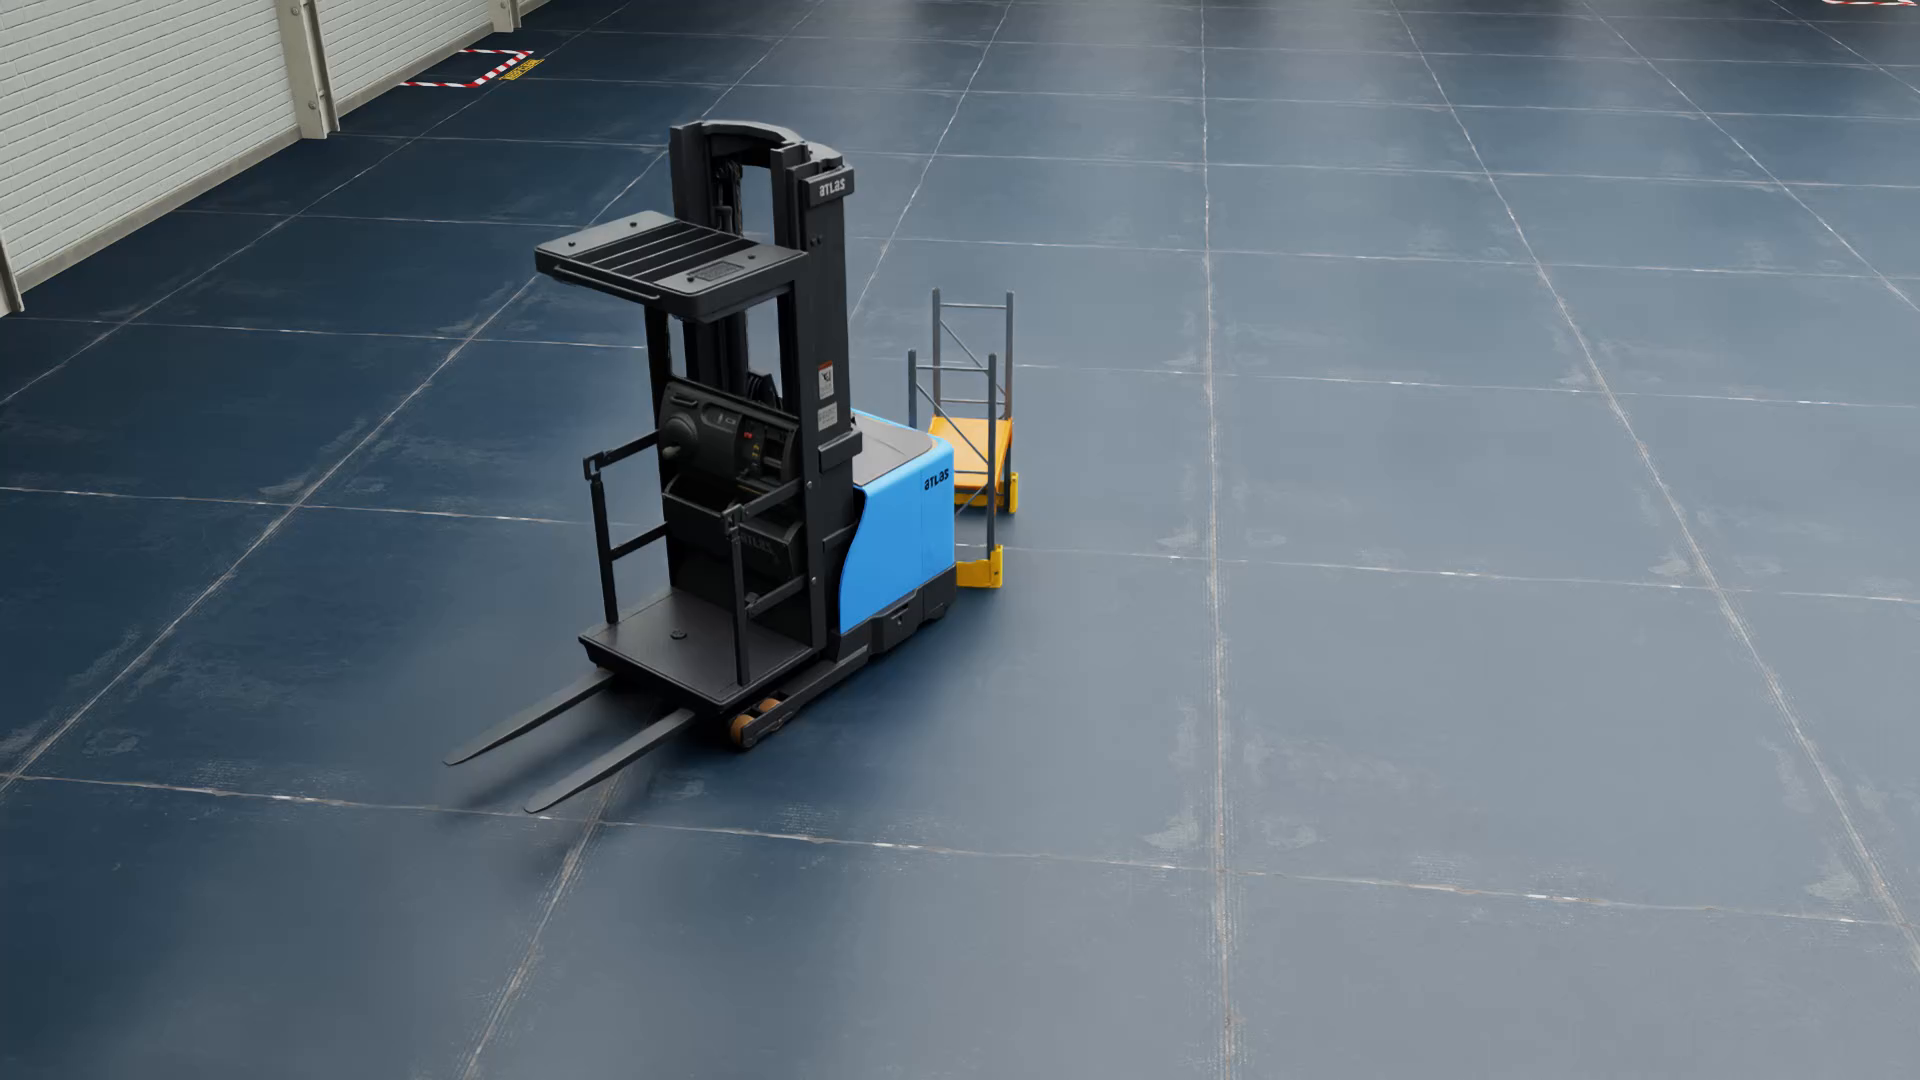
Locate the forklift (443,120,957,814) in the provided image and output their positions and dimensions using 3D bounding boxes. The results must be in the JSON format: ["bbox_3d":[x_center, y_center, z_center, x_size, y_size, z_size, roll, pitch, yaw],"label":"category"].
[{"bbox_3d":[-1.322,-0.488,8.357,1.130,2.935,3.031,20,34,33],"label":"forklift"}]

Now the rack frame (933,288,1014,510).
[{"bbox_3d":[0.081,-0.877,10.588,0.500,1.500,0.032,3,28,6],"label":"rack frame"}]

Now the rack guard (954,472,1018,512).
[{"bbox_3d":[0.080,-0.326,10.883,0.587,0.250,0.087,3,28,6],"label":"rack guard"}]

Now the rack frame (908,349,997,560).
[{"bbox_3d":[-0.044,-0.398,9.699,0.500,1.500,0.032,3,28,6],"label":"rack frame"}]

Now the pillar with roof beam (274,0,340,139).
[{"bbox_3d":[-3.148,-8.419,16.682,9.100,9.000,0.400,3,28,6],"label":"pillar with roof beam"}]

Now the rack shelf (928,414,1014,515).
[{"bbox_3d":[0.018,-0.479,10.229,0.538,0.185,1.000,3,28,6],"label":"rack shelf"}]

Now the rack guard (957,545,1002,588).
[{"bbox_3d":[-0.041,0.143,10.013,0.587,0.250,0.087,3,28,6],"label":"rack guard"}]

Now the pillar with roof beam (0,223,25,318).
[{"bbox_3d":[-3.883,-5.595,11.439,9.100,9.000,0.400,3,28,6],"label":"pillar with roof beam"}]

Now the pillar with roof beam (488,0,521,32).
[{"bbox_3d":[-2.413,-11.243,21.924,9.100,9.000,0.400,3,28,6],"label":"pillar with roof beam"}]

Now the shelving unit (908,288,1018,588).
[{"bbox_3d":[0.020,-0.642,10.152,0.587,1.500,1.083,3,28,6],"label":"shelving unit"}]
